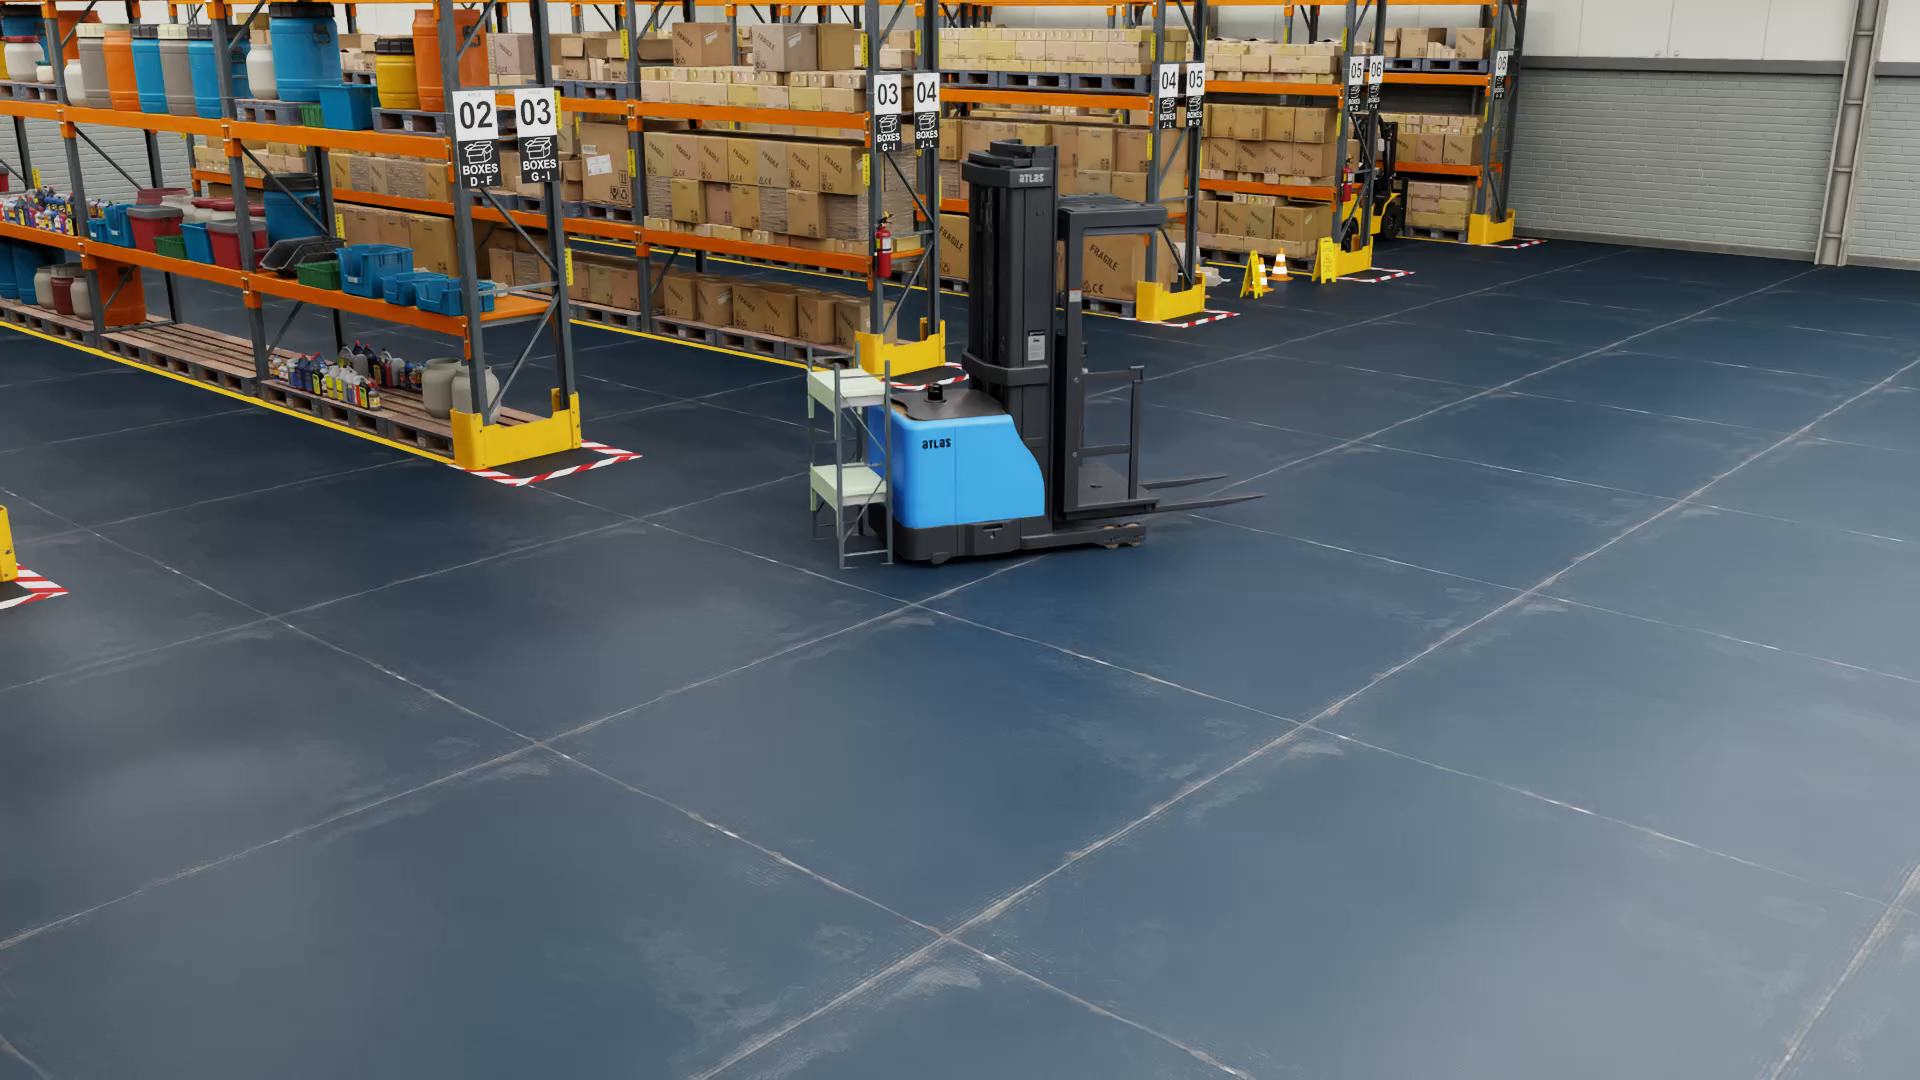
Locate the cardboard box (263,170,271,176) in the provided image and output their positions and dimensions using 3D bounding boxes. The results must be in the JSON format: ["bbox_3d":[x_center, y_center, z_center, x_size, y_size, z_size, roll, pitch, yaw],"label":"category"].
[{"bbox_3d":[-10.793,-5.795,26.329,0.250,0.149,0.380,16,23,40],"label":"cardboard box"}]

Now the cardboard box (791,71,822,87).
[{"bbox_3d":[-1.614,-4.999,18.036,0.250,0.149,0.380,15,23,40],"label":"cardboard box"}]

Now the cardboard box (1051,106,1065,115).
[{"bbox_3d":[1.744,-7.283,28.177,0.250,0.149,0.380,14,22,37],"label":"cardboard box"}]

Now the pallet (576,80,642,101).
[{"bbox_3d":[-3.985,-5.603,20.661,1.003,0.211,1.213,15,23,39],"label":"pallet"}]

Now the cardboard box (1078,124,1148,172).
[{"bbox_3d":[2.042,-5.173,21.919,0.550,0.550,0.875,15,23,39],"label":"cardboard box"}]

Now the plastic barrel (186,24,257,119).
[{"bbox_3d":[-7.406,-4.716,16.726,0.708,0.901,0.600,15,23,39],"label":"plastic barrel"}]

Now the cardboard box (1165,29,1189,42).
[{"bbox_3d":[2.728,-6.491,21.384,0.250,0.149,0.380,15,23,40],"label":"cardboard box"}]

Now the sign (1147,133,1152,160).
[{"bbox_3d":[2.396,-4.959,20.972,0.005,0.325,0.100,15,23,39],"label":"sign"}]

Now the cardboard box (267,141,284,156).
[{"bbox_3d":[-10.470,-6.282,25.965,0.500,0.500,0.500,15,23,40],"label":"cardboard box"}]

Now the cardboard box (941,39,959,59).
[{"bbox_3d":[-0.046,-6.803,23.028,0.500,0.250,0.500,15,23,40],"label":"cardboard box"}]

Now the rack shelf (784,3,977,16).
[{"bbox_3d":[-1.503,-9.888,30.742,4.000,0.370,1.077,15,23,39],"label":"rack shelf"}]

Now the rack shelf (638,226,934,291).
[{"bbox_3d":[-2.098,-3.371,19.463,4.000,0.370,1.077,15,23,39],"label":"rack shelf"}]

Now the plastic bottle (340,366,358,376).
[{"bbox_3d":[-6.014,-1.565,16.361,0.135,0.276,0.152,15,23,39],"label":"plastic bottle"}]

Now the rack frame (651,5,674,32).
[{"bbox_3d":[-5.991,-11.626,34.369,0.127,3.000,1.000,15,23,39],"label":"rack frame"}]

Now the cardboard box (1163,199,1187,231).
[{"bbox_3d":[3.655,-5.320,27.027,0.500,0.500,0.500,16,24,41],"label":"cardboard box"}]

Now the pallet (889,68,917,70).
[{"bbox_3d":[-0.524,-8.617,30.159,1.003,0.211,1.213,16,24,42],"label":"pallet"}]

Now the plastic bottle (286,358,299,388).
[{"bbox_3d":[-6.674,-1.684,16.735,0.135,0.276,0.152,16,24,41],"label":"plastic bottle"}]

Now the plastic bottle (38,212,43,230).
[{"bbox_3d":[-11.142,-3.879,20.203,0.097,0.201,0.097,0,18,0],"label":"plastic bottle"}]

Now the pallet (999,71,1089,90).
[{"bbox_3d":[1.288,-6.193,22.354,1.213,0.211,1.003,15,23,39],"label":"pallet"}]

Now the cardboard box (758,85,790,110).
[{"bbox_3d":[-1.884,-4.914,18.426,0.500,0.250,0.500,16,23,40],"label":"cardboard box"}]

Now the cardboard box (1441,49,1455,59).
[{"bbox_3d":[8.447,-8.333,28.508,0.250,0.149,0.380,14,22,38],"label":"cardboard box"}]

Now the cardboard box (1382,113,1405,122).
[{"bbox_3d":[7.709,-7.507,29.579,0.250,0.149,0.380,15,23,40],"label":"cardboard box"}]

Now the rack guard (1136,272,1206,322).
[{"bbox_3d":[2.784,-3.218,21.924,0.348,0.500,1.175,15,23,39],"label":"rack guard"}]

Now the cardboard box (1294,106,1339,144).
[{"bbox_3d":[5.449,-6.273,25.110,0.500,0.500,0.700,14,23,38],"label":"cardboard box"}]

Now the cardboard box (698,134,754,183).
[{"bbox_3d":[-2.677,-4.433,19.310,0.500,0.500,0.500,15,23,39],"label":"cardboard box"}]

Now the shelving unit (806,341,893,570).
[{"bbox_3d":[-0.804,-0.627,12.107,0.431,1.500,0.755,-6,19,-19],"label":"shelving unit"}]

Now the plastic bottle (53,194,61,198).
[{"bbox_3d":[-11.705,-4.361,21.600,0.135,0.276,0.152,15,23,39],"label":"plastic bottle"}]

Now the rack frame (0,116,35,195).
[{"bbox_3d":[-12.865,-4.601,22.150,0.127,3.000,1.000,15,23,39],"label":"rack frame"}]

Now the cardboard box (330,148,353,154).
[{"bbox_3d":[-9.094,-6.121,25.116,0.637,0.503,0.797,14,23,38],"label":"cardboard box"}]

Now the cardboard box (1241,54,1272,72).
[{"bbox_3d":[4.648,-7.300,25.453,0.500,0.250,0.500,16,24,41],"label":"cardboard box"}]

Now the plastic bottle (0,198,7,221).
[{"bbox_3d":[-12.079,-4.177,21.018,0.135,0.276,0.152,15,23,39],"label":"plastic bottle"}]

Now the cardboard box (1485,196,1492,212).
[{"bbox_3d":[9.054,-5.947,29.417,0.500,0.250,0.500,16,23,40],"label":"cardboard box"}]

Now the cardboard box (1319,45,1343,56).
[{"bbox_3d":[5.527,-7.245,24.621,0.250,0.149,0.380,15,23,40],"label":"cardboard box"}]

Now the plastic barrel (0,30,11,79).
[{"bbox_3d":[-12.047,-6.183,21.172,0.600,0.588,0.600,0,18,0],"label":"plastic barrel"}]

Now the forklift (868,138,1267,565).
[{"bbox_3d":[0.868,-1.476,12.416,3.031,2.935,1.130,-6,19,-19],"label":"forklift"}]

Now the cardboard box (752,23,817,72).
[{"bbox_3d":[-1.929,-5.423,18.300,0.500,0.500,0.500,15,23,39],"label":"cardboard box"}]

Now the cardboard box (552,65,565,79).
[{"bbox_3d":[-5.062,-5.988,21.253,0.250,0.166,0.380,14,22,38],"label":"cardboard box"}]

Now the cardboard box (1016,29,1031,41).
[{"bbox_3d":[0.959,-6.699,22.042,0.250,0.149,0.380,15,23,39],"label":"cardboard box"}]

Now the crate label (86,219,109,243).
[{"bbox_3d":[-9.807,-3.548,19.111,0.416,0.233,0.303,15,23,39],"label":"crate label"}]

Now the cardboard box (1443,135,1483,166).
[{"bbox_3d":[8.726,-6.765,28.804,0.500,0.500,0.500,14,23,38],"label":"cardboard box"}]

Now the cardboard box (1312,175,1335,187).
[{"bbox_3d":[5.554,-5.461,25.276,0.250,0.149,0.380,16,24,41],"label":"cardboard box"}]

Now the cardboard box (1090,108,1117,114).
[{"bbox_3d":[3.003,-8.671,34.115,0.500,0.500,0.500,16,24,42],"label":"cardboard box"}]

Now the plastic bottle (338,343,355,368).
[{"bbox_3d":[-6.304,-1.845,17.118,0.185,0.351,0.144,15,23,39],"label":"plastic bottle"}]

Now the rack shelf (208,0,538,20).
[{"bbox_3d":[-5.385,-4.919,15.085,4.000,0.370,1.077,15,23,39],"label":"rack shelf"}]

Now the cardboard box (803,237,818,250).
[{"bbox_3d":[-1.536,-3.345,18.609,0.250,0.149,0.380,15,23,39],"label":"cardboard box"}]

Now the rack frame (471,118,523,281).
[{"bbox_3d":[-6.585,-4.918,23.150,0.127,3.000,1.000,15,23,39],"label":"rack frame"}]

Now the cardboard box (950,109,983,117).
[{"bbox_3d":[0.176,-7.407,29.642,0.500,0.500,0.500,14,22,38],"label":"cardboard box"}]

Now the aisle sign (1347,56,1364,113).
[{"bbox_3d":[5.830,-6.715,24.515,0.004,0.787,0.394,15,23,39],"label":"aisle sign"}]

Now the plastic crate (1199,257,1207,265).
[{"bbox_3d":[3.614,-4.465,26.548,0.583,0.080,0.402,7,19,21],"label":"plastic crate"}]

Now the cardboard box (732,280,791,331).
[{"bbox_3d":[-2.371,-2.814,19.959,0.500,0.500,0.500,13,22,34],"label":"cardboard box"}]

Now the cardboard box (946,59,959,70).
[{"bbox_3d":[0.016,-6.573,22.962,0.250,0.149,0.380,15,23,39],"label":"cardboard box"}]

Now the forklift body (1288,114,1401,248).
[{"bbox_3d":[6.639,-6.241,28.722,1.214,2.155,2.313,15,23,39],"label":"forklift body"}]

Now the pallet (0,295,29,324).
[{"bbox_3d":[-12.315,-3.107,22.054,1.213,0.211,1.003,15,23,39],"label":"pallet"}]
